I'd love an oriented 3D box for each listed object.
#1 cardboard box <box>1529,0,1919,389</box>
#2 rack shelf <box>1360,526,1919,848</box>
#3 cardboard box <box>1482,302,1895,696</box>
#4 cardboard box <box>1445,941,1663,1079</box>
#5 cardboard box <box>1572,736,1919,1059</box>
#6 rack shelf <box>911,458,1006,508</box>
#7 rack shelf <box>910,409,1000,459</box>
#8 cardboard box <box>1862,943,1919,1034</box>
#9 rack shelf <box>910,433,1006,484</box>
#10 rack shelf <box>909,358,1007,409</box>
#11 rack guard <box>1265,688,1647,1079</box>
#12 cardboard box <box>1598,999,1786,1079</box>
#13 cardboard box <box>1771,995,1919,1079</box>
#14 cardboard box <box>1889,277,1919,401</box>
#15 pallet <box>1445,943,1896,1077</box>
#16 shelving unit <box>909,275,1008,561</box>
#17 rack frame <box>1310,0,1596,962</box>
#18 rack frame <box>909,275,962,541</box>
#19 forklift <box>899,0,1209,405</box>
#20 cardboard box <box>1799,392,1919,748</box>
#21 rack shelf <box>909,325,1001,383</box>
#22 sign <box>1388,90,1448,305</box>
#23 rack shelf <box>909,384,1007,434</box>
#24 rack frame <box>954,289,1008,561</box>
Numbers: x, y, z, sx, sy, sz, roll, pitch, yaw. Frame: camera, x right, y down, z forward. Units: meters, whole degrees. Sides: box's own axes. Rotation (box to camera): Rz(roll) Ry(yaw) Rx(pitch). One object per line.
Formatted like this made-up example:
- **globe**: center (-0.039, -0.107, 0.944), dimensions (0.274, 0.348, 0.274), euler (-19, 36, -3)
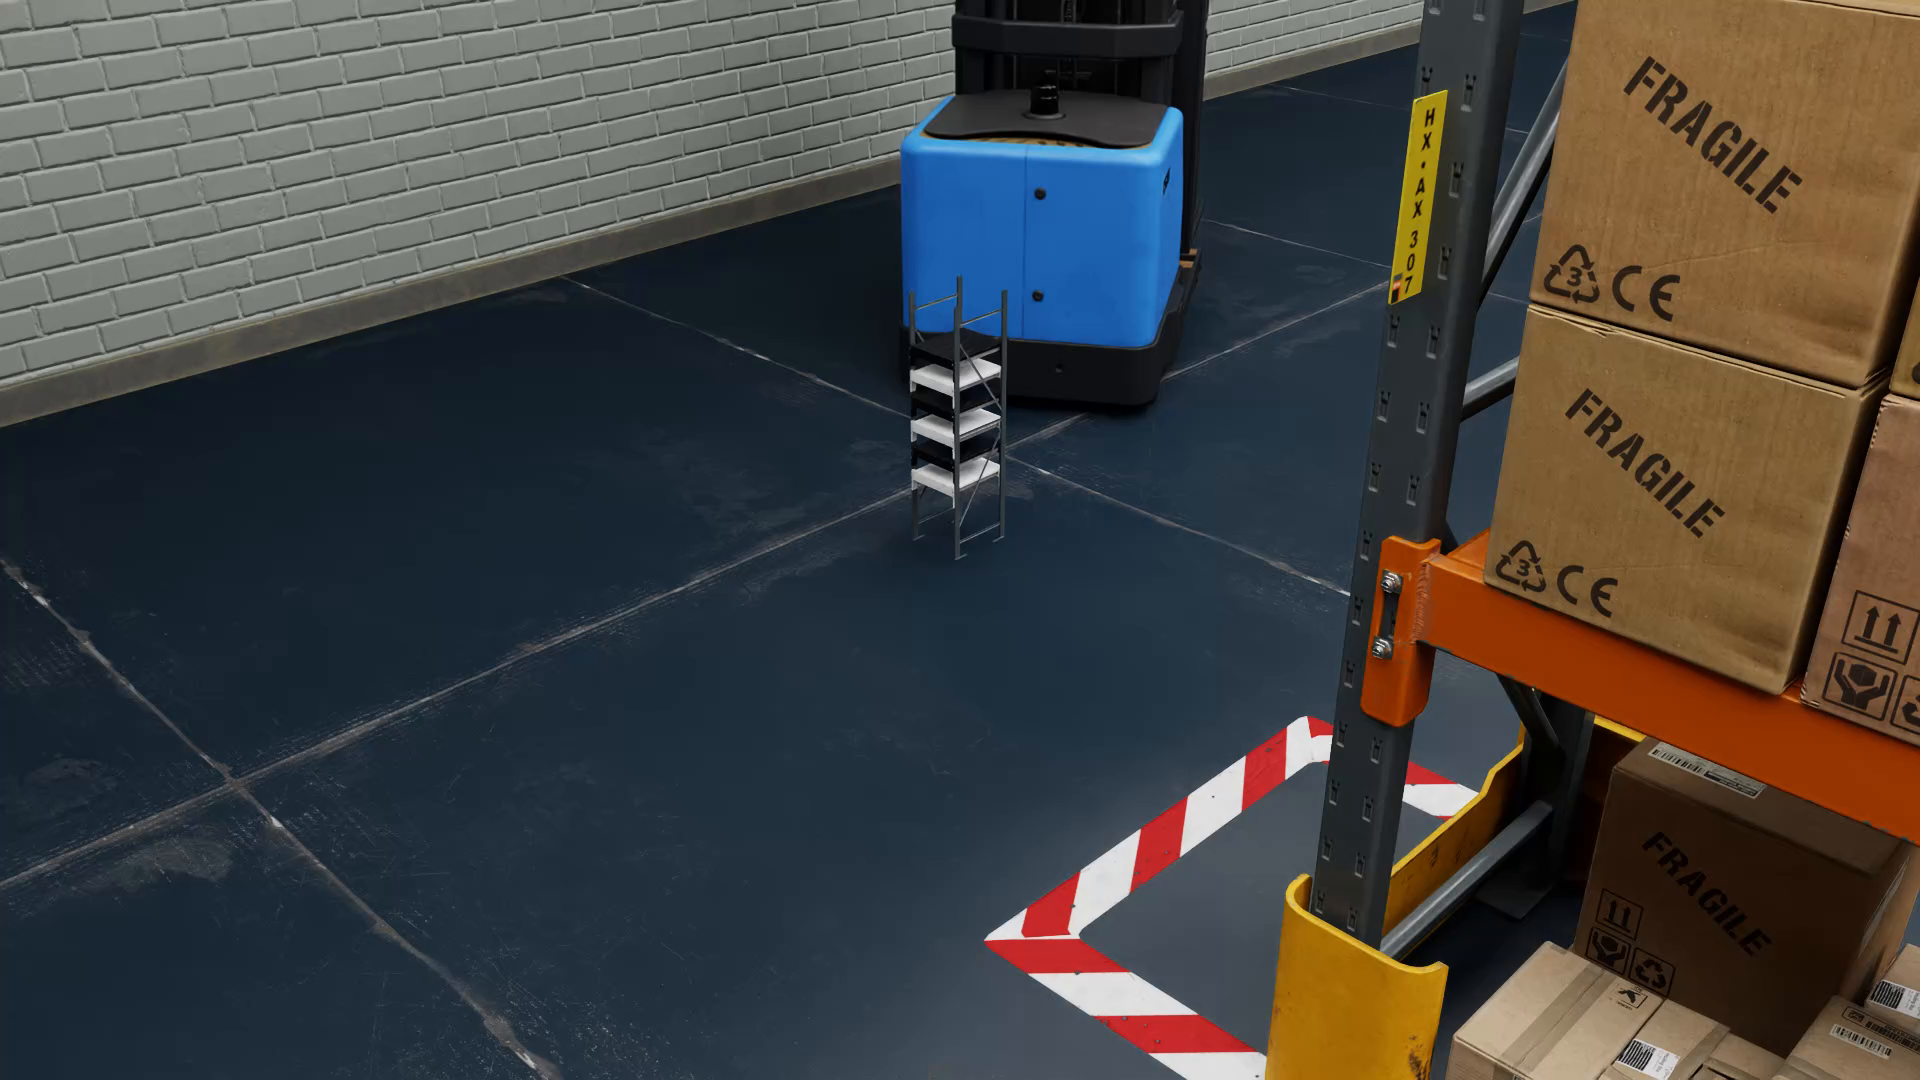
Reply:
- **cardboard box**: center (1.233, -0.588, 2.463), dimensions (0.500, 0.500, 0.500), euler (-24, 36, -38)
- **rack shelf**: center (2.528, 0.638, 2.087), dimensions (4.000, 0.370, 1.077), euler (25, 36, 38)
- **cardboard box**: center (1.233, -0.145, 2.696), dimensions (0.500, 0.500, 0.500), euler (-24, 36, -38)
- **cardboard box**: center (1.159, 0.985, 3.245), dimensions (0.250, 0.149, 0.380), euler (25, 36, 38)
- **cardboard box**: center (1.662, 0.674, 3.458), dimensions (0.500, 0.500, 0.500), euler (25, 36, 38)
- **rack shelf**: center (-0.006, -0.212, 5.645), dimensions (0.200, 0.077, 0.258), euler (25, 36, 38)
- **rack shelf**: center (-0.006, -0.371, 5.561), dimensions (0.200, 0.077, 0.258), euler (25, 36, 38)
- **cardboard box**: center (1.888, 0.984, 3.228), dimensions (0.250, 0.166, 0.380), euler (25, 36, 38)
- **rack shelf**: center (-0.006, -0.292, 5.603), dimensions (0.200, 0.077, 0.258), euler (25, 36, 38)
- **rack shelf**: center (-0.006, -0.531, 5.477), dimensions (0.200, 0.077, 0.258), euler (25, 36, 38)
- **rack guard**: center (1.156, 0.798, 3.695), dimensions (0.348, 0.500, 1.175), euler (25, 36, 38)
- **cardboard box**: center (1.338, 1.058, 3.086), dimensions (0.250, 0.166, 0.380), euler (25, 36, 38)
- **cardboard box**: center (1.647, 1.124, 2.872), dimensions (0.500, 0.250, 0.500), euler (25, 36, 38)
- **cardboard box**: center (1.611, -0.420, 2.143), dimensions (0.500, 0.500, 0.500), euler (-25, 37, -39)
- **pallet**: center (1.725, 1.186, 3.269), dimensions (1.213, 0.211, 1.003), euler (25, 36, 38)
- **shelving unit**: center (-0.006, -0.401, 5.546), dimensions (0.210, 0.900, 0.258), euler (25, 36, 38)
- **rack frame**: center (1.102, -0.333, 3.161), dimensions (0.127, 3.000, 1.000), euler (25, 36, 38)
- **rack frame**: center (-0.078, -0.434, 5.609), dimensions (0.006, 0.900, 0.240), euler (25, 36, 38)
- **forklift**: center (0.574, -2.500, 7.355), dimensions (1.130, 2.935, 3.031), euler (6, 28, 11)
- **cardboard box**: center (1.605, 0.021, 2.379), dimensions (0.500, 0.500, 0.500), euler (24, 36, 38)
- **rack shelf**: center (-0.006, -0.610, 5.435), dimensions (0.200, 0.077, 0.258), euler (25, 36, 38)
- **sign**: center (0.722, -0.536, 2.617), dimensions (0.005, 0.325, 0.100), euler (25, 36, 38)
- **rack shelf**: center (-0.006, -0.451, 5.519), dimensions (0.200, 0.077, 0.258), euler (25, 36, 38)
- **rack frame**: center (0.067, -0.368, 5.483), dimensions (0.006, 0.900, 0.240), euler (25, 36, 38)
